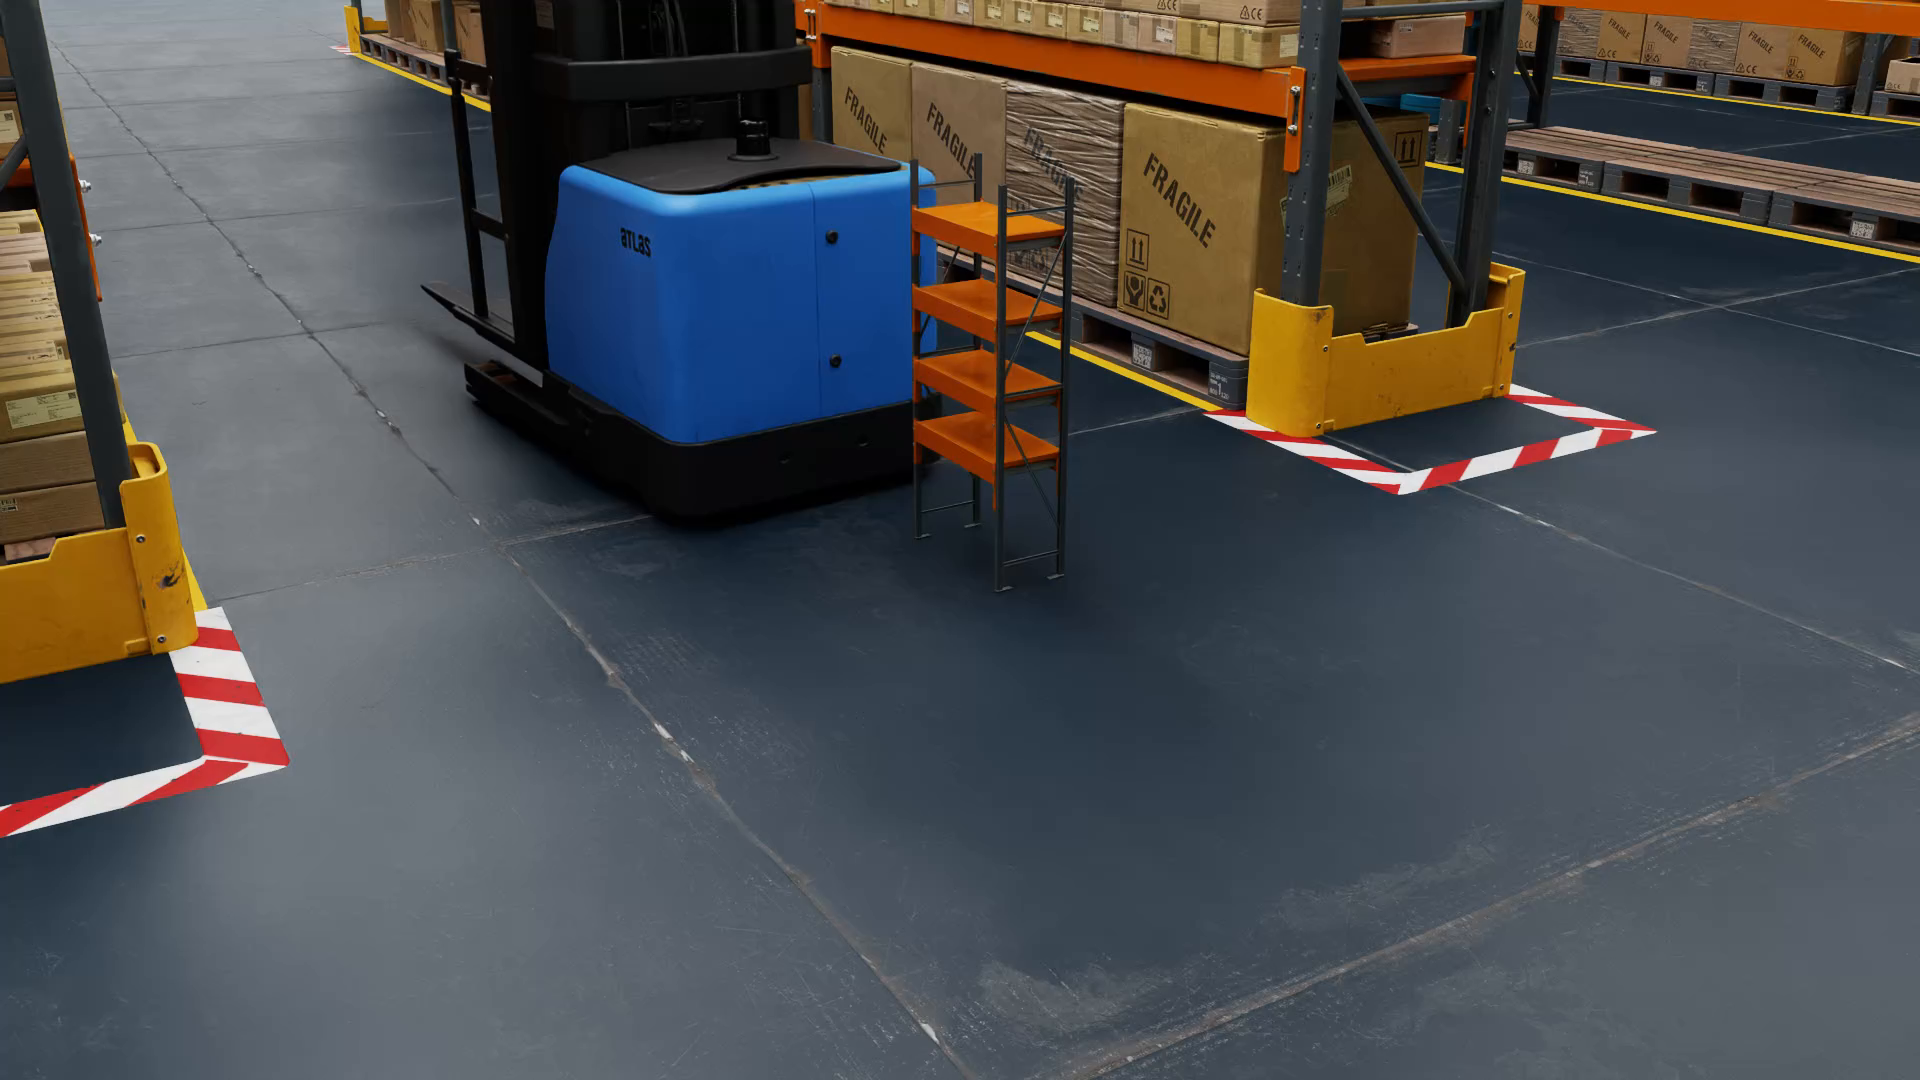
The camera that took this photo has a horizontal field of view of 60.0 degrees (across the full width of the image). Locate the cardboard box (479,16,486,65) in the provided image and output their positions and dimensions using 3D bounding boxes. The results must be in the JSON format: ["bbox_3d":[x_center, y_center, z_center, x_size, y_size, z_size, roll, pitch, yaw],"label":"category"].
[{"bbox_3d":[-3.939,-4.509,15.155,0.700,0.500,0.500,-13,25,-29],"label":"cardboard box"}]

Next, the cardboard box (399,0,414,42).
[{"bbox_3d":[-5.865,-5.763,18.268,0.500,0.500,0.500,-6,23,-14],"label":"cardboard box"}]

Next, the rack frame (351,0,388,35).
[{"bbox_3d":[-6.505,-7.118,18.841,1.000,3.000,0.127,-13,25,-28],"label":"rack frame"}]

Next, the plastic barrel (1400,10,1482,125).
[{"bbox_3d":[3.620,-3.588,12.385,0.600,0.901,0.708,-13,25,-28],"label":"plastic barrel"}]

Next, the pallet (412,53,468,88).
[{"bbox_3d":[-4.835,-4.742,16.699,1.003,0.211,1.213,-13,25,-28],"label":"pallet"}]

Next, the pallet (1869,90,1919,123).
[{"bbox_3d":[8.493,-3.624,13.947,1.003,0.211,1.213,-13,25,-28],"label":"pallet"}]

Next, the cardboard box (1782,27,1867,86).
[{"bbox_3d":[7.645,-4.289,14.614,0.500,0.500,0.500,-13,25,-29],"label":"cardboard box"}]

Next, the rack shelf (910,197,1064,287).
[{"bbox_3d":[0.085,-0.866,4.806,0.258,0.148,0.480,-13,25,-28],"label":"rack shelf"}]

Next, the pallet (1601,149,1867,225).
[{"bbox_3d":[4.919,-2.269,10.613,1.003,0.211,1.213,-13,25,-28],"label":"pallet"}]

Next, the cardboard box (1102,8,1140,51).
[{"bbox_3d":[0.814,-2.121,6.880,0.380,0.149,0.250,-12,25,-27],"label":"cardboard box"}]

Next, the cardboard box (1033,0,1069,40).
[{"bbox_3d":[0.547,-2.289,7.293,0.380,0.149,0.250,-13,25,-28],"label":"cardboard box"}]

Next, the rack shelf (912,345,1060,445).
[{"bbox_3d":[0.085,-0.440,4.979,0.258,0.148,0.480,-13,25,-28],"label":"rack shelf"}]

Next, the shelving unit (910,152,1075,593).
[{"bbox_3d":[0.085,-0.502,4.954,0.258,1.200,0.503,-13,25,-28],"label":"shelving unit"}]

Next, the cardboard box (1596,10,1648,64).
[{"bbox_3d":[6.611,-4.945,16.229,0.500,0.500,0.500,-13,25,-29],"label":"cardboard box"}]

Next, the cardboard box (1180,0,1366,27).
[{"bbox_3d":[1.192,-2.113,6.331,0.500,0.250,0.500,-13,26,-29],"label":"cardboard box"}]

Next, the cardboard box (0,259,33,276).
[{"bbox_3d":[-3.523,-0.887,5.949,0.380,0.149,0.250,-13,25,-28],"label":"cardboard box"}]

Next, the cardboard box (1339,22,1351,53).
[{"bbox_3d":[1.638,-2.084,6.788,0.380,0.149,0.250,-13,25,-29],"label":"cardboard box"}]

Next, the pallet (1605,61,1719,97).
[{"bbox_3d":[7.068,-4.498,16.097,1.003,0.211,1.213,-13,25,-28],"label":"pallet"}]

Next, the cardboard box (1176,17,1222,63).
[{"bbox_3d":[1.069,-1.958,6.480,0.380,0.149,0.250,-12,25,-28],"label":"cardboard box"}]

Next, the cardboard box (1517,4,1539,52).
[{"bbox_3d":[6.087,-5.276,17.045,0.500,0.500,0.500,-11,25,-26],"label":"cardboard box"}]

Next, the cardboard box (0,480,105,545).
[{"bbox_3d":[-2.640,-0.123,4.858,0.380,0.149,0.250,-12,25,-27],"label":"cardboard box"}]

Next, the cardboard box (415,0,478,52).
[{"bbox_3d":[-5.315,-5.367,17.294,0.500,0.500,0.500,-15,27,-33],"label":"cardboard box"}]

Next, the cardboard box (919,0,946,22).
[{"bbox_3d":[0.026,-2.620,8.108,0.380,0.149,0.250,-13,25,-29],"label":"cardboard box"}]

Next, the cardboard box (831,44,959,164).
[{"bbox_3d":[-0.107,-2.215,9.042,0.875,0.875,0.875,-13,25,-28],"label":"cardboard box"}]

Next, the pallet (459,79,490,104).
[{"bbox_3d":[-4.063,-4.280,15.561,1.003,0.211,1.213,-13,25,-28],"label":"pallet"}]

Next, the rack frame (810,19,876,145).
[{"bbox_3d":[-0.375,-3.234,9.284,1.000,3.000,0.127,-13,25,-28],"label":"rack frame"}]

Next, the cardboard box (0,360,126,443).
[{"bbox_3d":[-2.623,-0.402,4.756,0.380,0.149,0.250,-14,26,-31],"label":"cardboard box"}]

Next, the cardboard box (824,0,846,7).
[{"bbox_3d":[-0.510,-2.958,8.939,0.380,0.149,0.250,-13,25,-28],"label":"cardboard box"}]

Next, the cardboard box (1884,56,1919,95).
[{"bbox_3d":[8.172,-3.919,13.956,0.500,0.311,0.500,-13,25,-28],"label":"cardboard box"}]

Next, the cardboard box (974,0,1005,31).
[{"bbox_3d":[0.288,-2.454,7.698,0.380,0.149,0.250,-13,26,-30],"label":"cardboard box"}]

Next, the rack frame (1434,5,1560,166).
[{"bbox_3d":[3.883,-4.187,11.628,1.000,3.000,0.127,-13,25,-28],"label":"rack frame"}]

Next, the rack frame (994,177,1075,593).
[{"bbox_3d":[0.209,-0.423,4.759,0.240,1.200,0.015,-13,25,-28],"label":"rack frame"}]

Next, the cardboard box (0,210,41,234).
[{"bbox_3d":[-3.987,-1.243,6.823,0.380,0.149,0.250,-13,25,-29],"label":"cardboard box"}]

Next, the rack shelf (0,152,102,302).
[{"bbox_3d":[-3.669,-1.332,5.560,1.077,0.370,4.000,-13,25,-28],"label":"rack shelf"}]

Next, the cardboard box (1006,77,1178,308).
[{"bbox_3d":[0.808,-1.636,7.616,0.875,0.875,0.875,-13,25,-28],"label":"cardboard box"}]

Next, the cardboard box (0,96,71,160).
[{"bbox_3d":[-2.531,-1.069,4.292,0.380,0.149,0.250,-13,25,-29],"label":"cardboard box"}]

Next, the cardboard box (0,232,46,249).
[{"bbox_3d":[-3.704,-1.074,6.408,0.380,0.149,0.250,-14,26,-31],"label":"cardboard box"}]

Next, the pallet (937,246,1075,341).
[{"bbox_3d":[0.573,-1.286,8.194,1.003,0.211,1.213,-13,25,-28],"label":"pallet"}]

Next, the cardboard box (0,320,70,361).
[{"bbox_3d":[-2.886,-0.574,5.180,0.380,0.149,0.250,-13,25,-28],"label":"cardboard box"}]

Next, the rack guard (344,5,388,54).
[{"bbox_3d":[-6.466,-5.936,19.251,1.175,0.500,0.348,-13,25,-28],"label":"rack guard"}]

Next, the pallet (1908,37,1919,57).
[{"bbox_3d":[11.314,-5.431,18.393,1.003,0.211,1.213,-13,25,-28],"label":"pallet"}]

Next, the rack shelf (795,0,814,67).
[{"bbox_3d":[-1.397,-3.548,11.012,1.077,0.370,4.000,-13,25,-28],"label":"rack shelf"}]

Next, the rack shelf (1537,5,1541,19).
[{"bbox_3d":[2.861,-4.501,13.356,1.077,0.370,4.000,-13,25,-28],"label":"rack shelf"}]

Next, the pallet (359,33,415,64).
[{"bbox_3d":[-6.081,-5.532,18.642,1.003,0.211,1.213,-13,25,-28],"label":"pallet"}]

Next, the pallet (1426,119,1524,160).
[{"bbox_3d":[3.525,-3.153,12.787,1.003,0.211,1.213,-13,25,-28],"label":"pallet"}]

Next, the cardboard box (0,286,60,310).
[{"bbox_3d":[-3.217,-0.730,5.563,0.380,0.149,0.250,-12,25,-26],"label":"cardboard box"}]

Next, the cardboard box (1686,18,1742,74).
[{"bbox_3d":[7.144,-4.613,15.412,0.500,0.500,0.500,-12,25,-28],"label":"cardboard box"}]

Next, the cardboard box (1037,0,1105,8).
[{"bbox_3d":[0.674,-2.442,7.141,0.500,0.250,0.500,-14,26,-30],"label":"cardboard box"}]

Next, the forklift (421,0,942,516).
[{"bbox_3d":[-1.320,-1.931,6.170,1.130,2.935,3.031,-15,26,-32],"label":"forklift"}]

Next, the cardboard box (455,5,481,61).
[{"bbox_3d":[-4.632,-4.997,16.385,0.500,0.500,0.500,-13,26,-30],"label":"cardboard box"}]

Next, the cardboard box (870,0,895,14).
[{"bbox_3d":[-0.241,-2.788,8.520,0.380,0.149,0.250,-12,25,-27],"label":"cardboard box"}]
